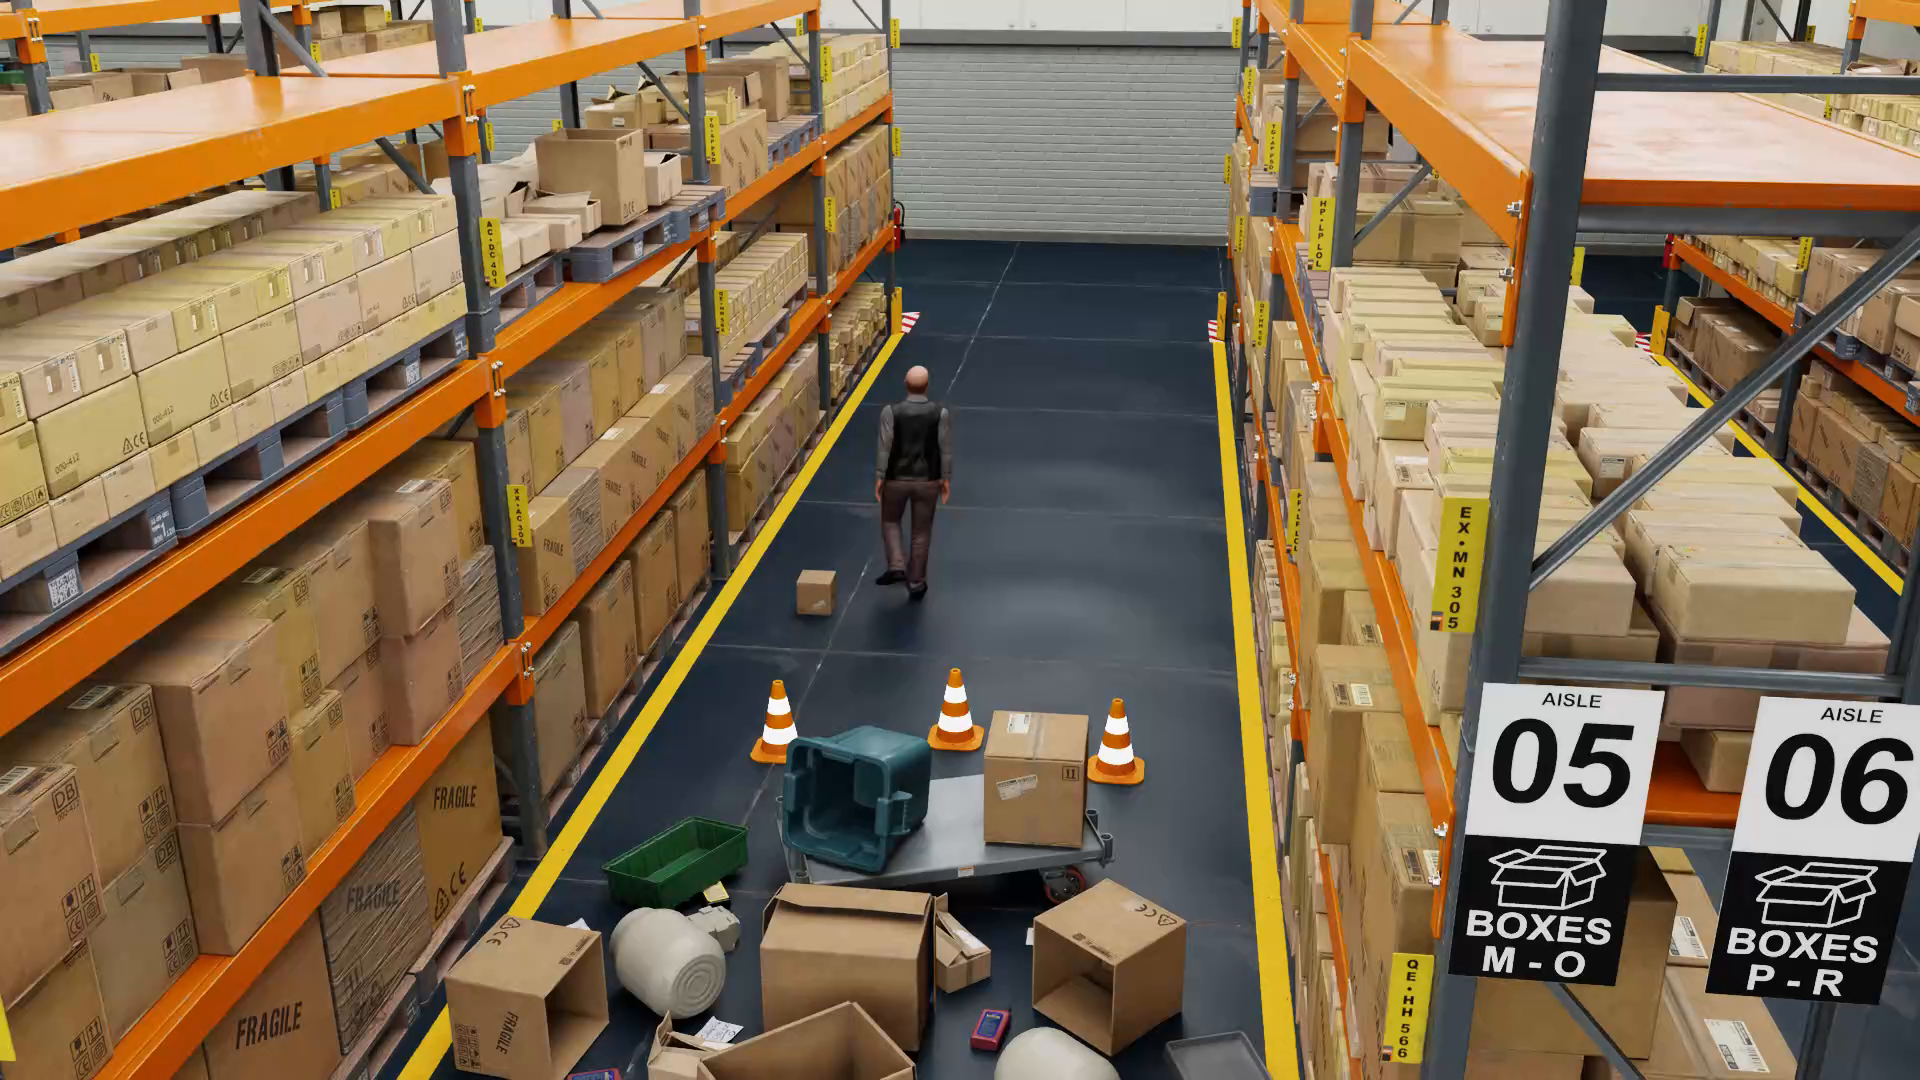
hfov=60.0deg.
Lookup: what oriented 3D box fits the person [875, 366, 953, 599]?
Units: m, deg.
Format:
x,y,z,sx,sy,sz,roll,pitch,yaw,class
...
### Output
x,y,z,sx,sy,sz,roll,pitch,yaw,class
-0.341,-0.412,12.163,0.583,1.715,0.474,-1,21,-2,person
